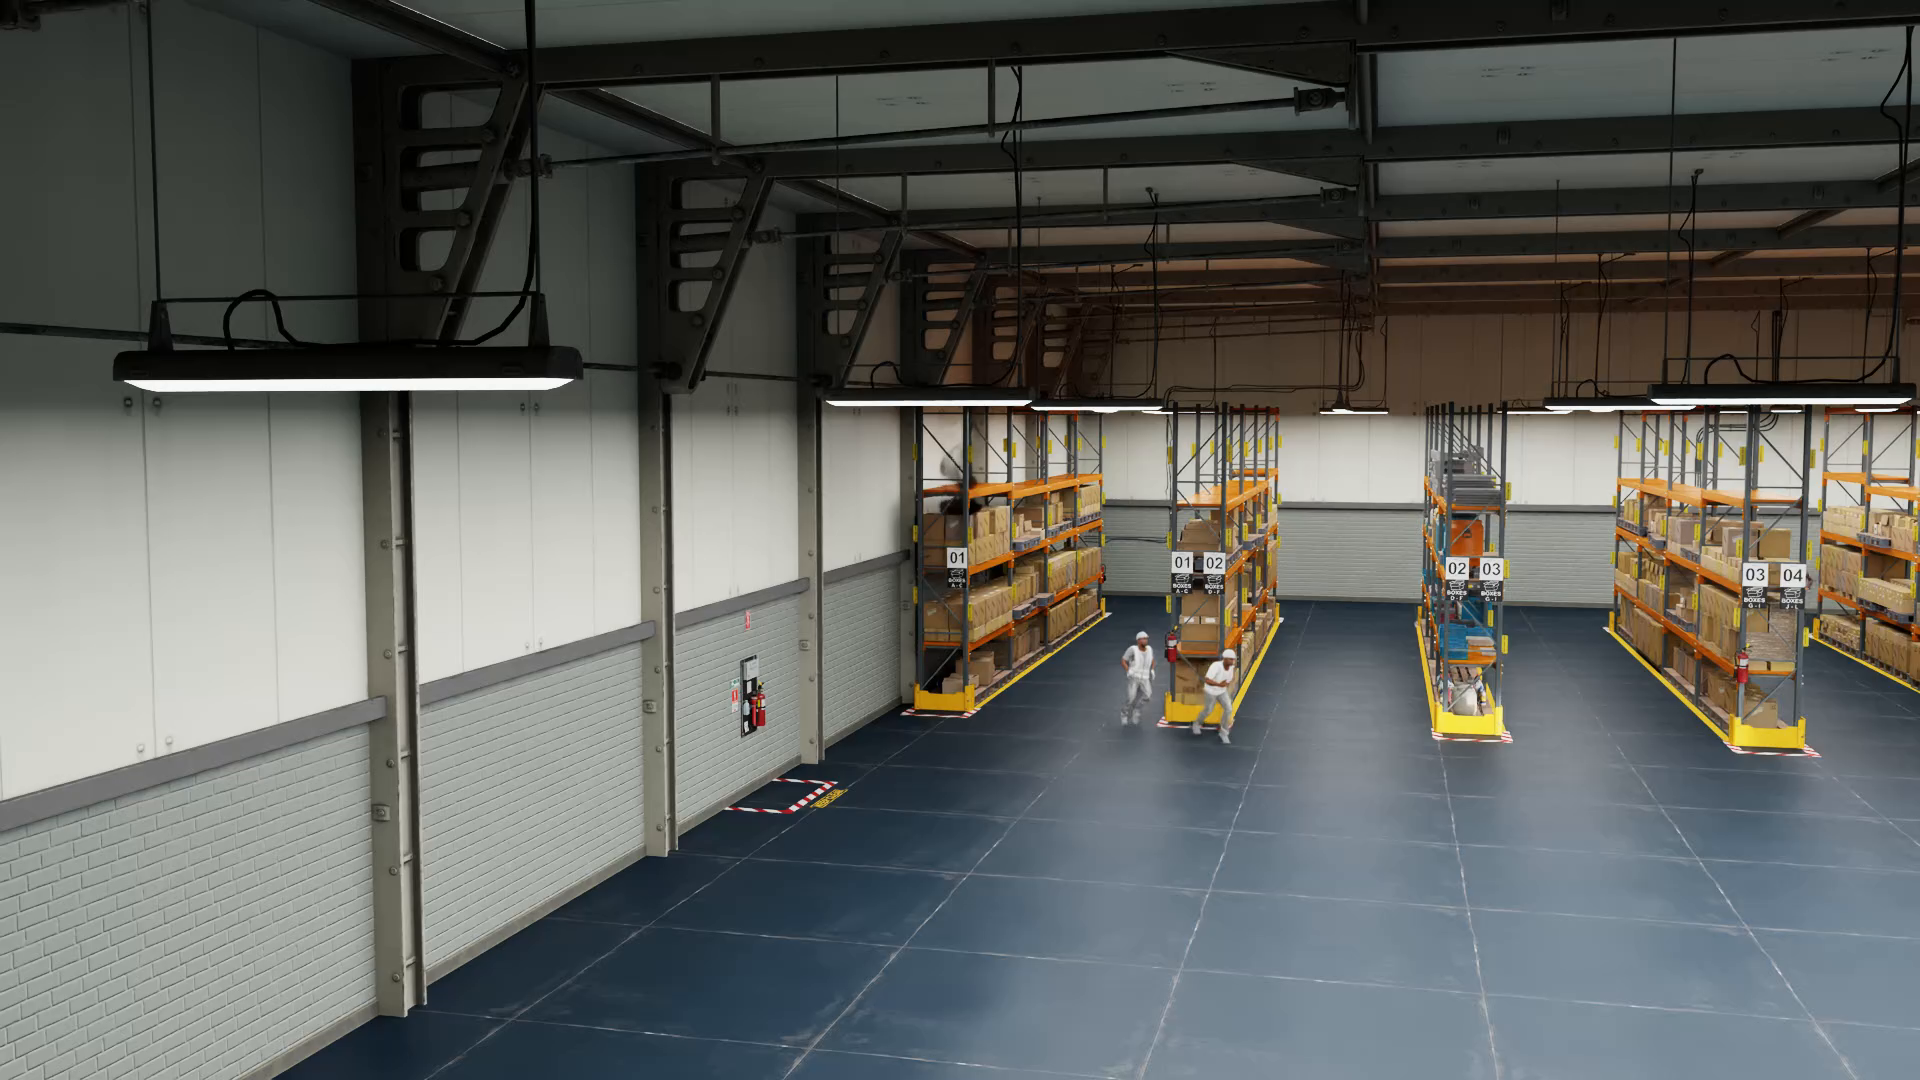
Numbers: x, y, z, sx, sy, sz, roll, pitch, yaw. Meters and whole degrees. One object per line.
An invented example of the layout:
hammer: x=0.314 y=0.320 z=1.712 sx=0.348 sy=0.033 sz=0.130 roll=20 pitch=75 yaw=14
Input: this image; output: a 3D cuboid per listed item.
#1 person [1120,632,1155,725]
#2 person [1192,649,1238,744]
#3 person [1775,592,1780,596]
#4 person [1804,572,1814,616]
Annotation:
person: x=3.351 y=2.568 z=30.931 sx=0.749 sy=1.728 sz=0.604 roll=-1 pitch=4 yaw=-19
person: x=4.520 y=2.746 z=29.416 sx=0.745 sy=1.716 sz=1.012 roll=-3 pitch=5 yaw=-36
person: x=20.704 y=1.834 z=41.786 sx=0.582 sy=1.625 sz=0.557 roll=1 pitch=4 yaw=10
person: x=22.719 y=1.501 z=45.119 sx=1.060 sy=1.801 sz=0.719 roll=-2 pitch=5 yaw=-30
